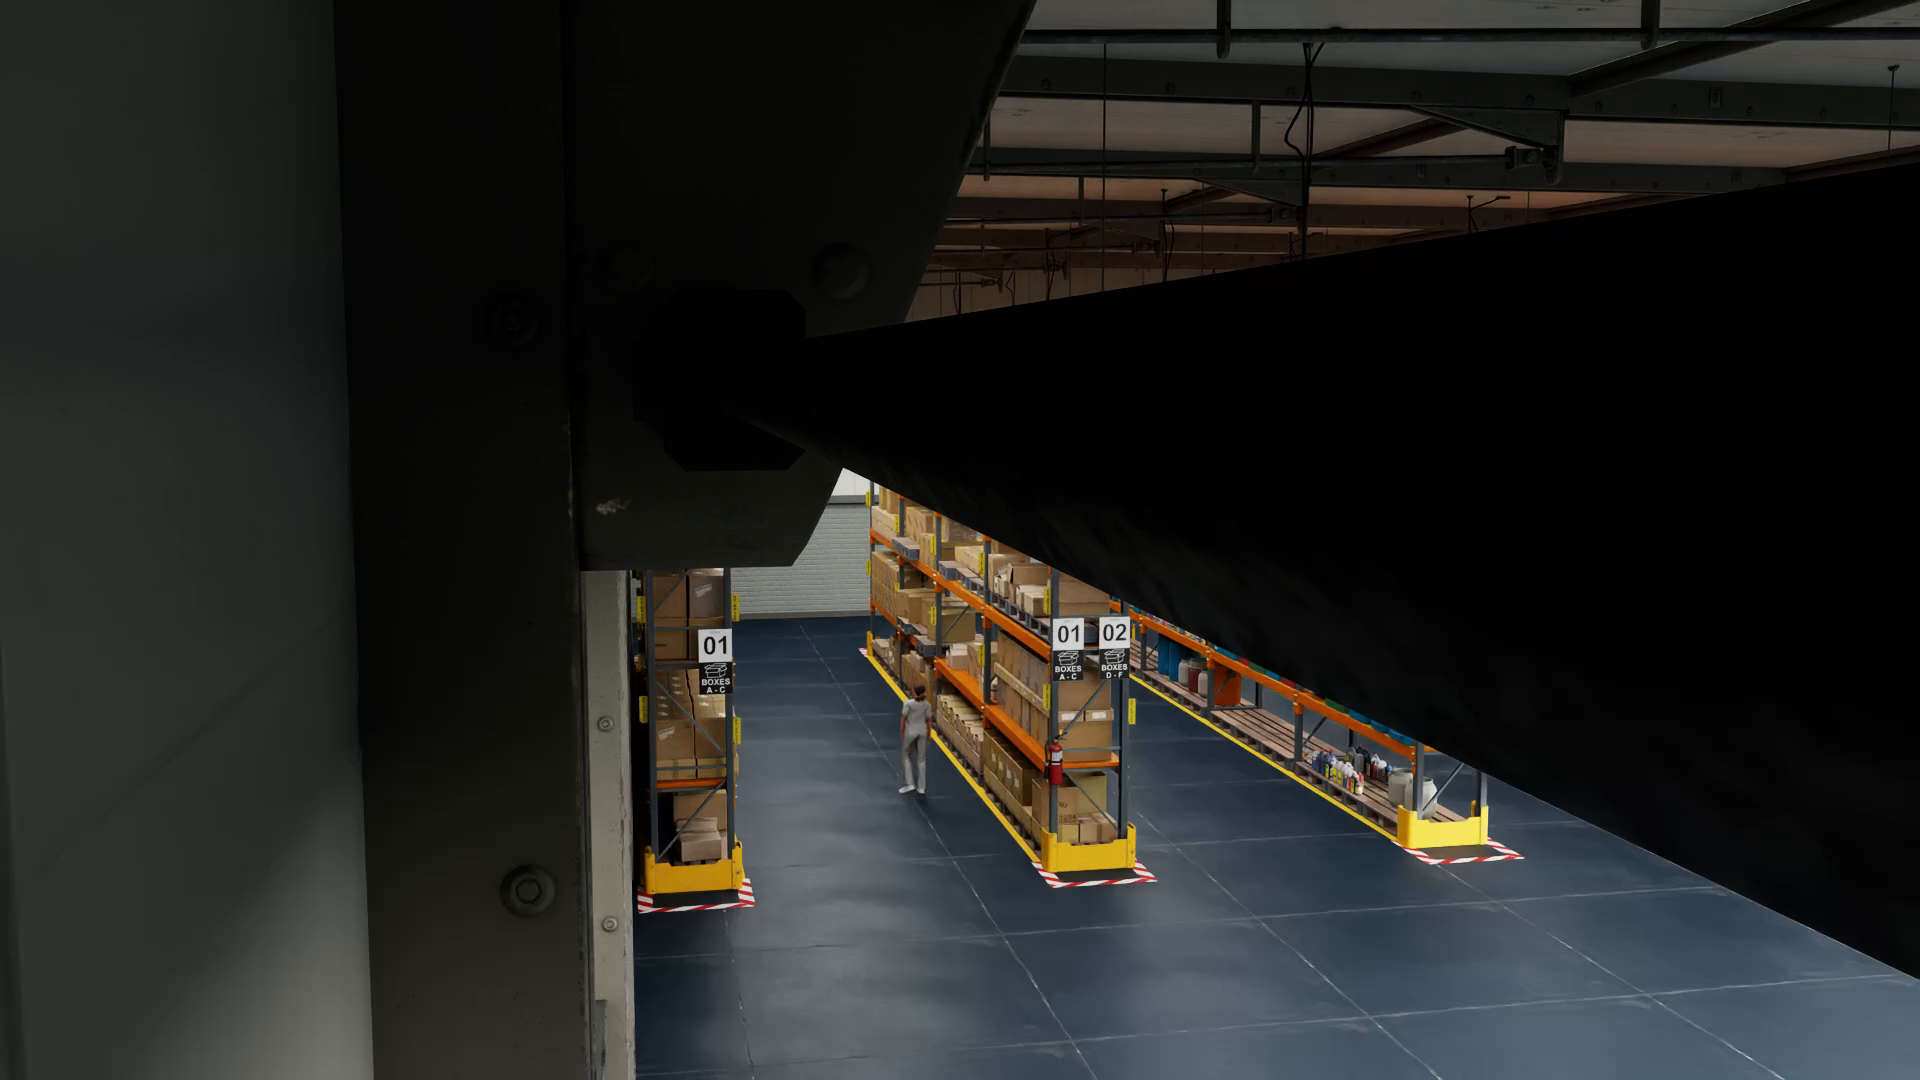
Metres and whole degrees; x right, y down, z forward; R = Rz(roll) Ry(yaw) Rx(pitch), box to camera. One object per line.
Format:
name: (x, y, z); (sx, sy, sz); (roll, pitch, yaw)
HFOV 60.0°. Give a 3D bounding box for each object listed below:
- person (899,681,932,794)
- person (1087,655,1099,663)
person: (-0.632, 2.951, 24.646); (0.476, 1.711, 0.493); (-2, 6, -18)
person: (2.475, 2.203, 30.947); (0.660, 1.648, 1.073); (-1, 6, -9)
